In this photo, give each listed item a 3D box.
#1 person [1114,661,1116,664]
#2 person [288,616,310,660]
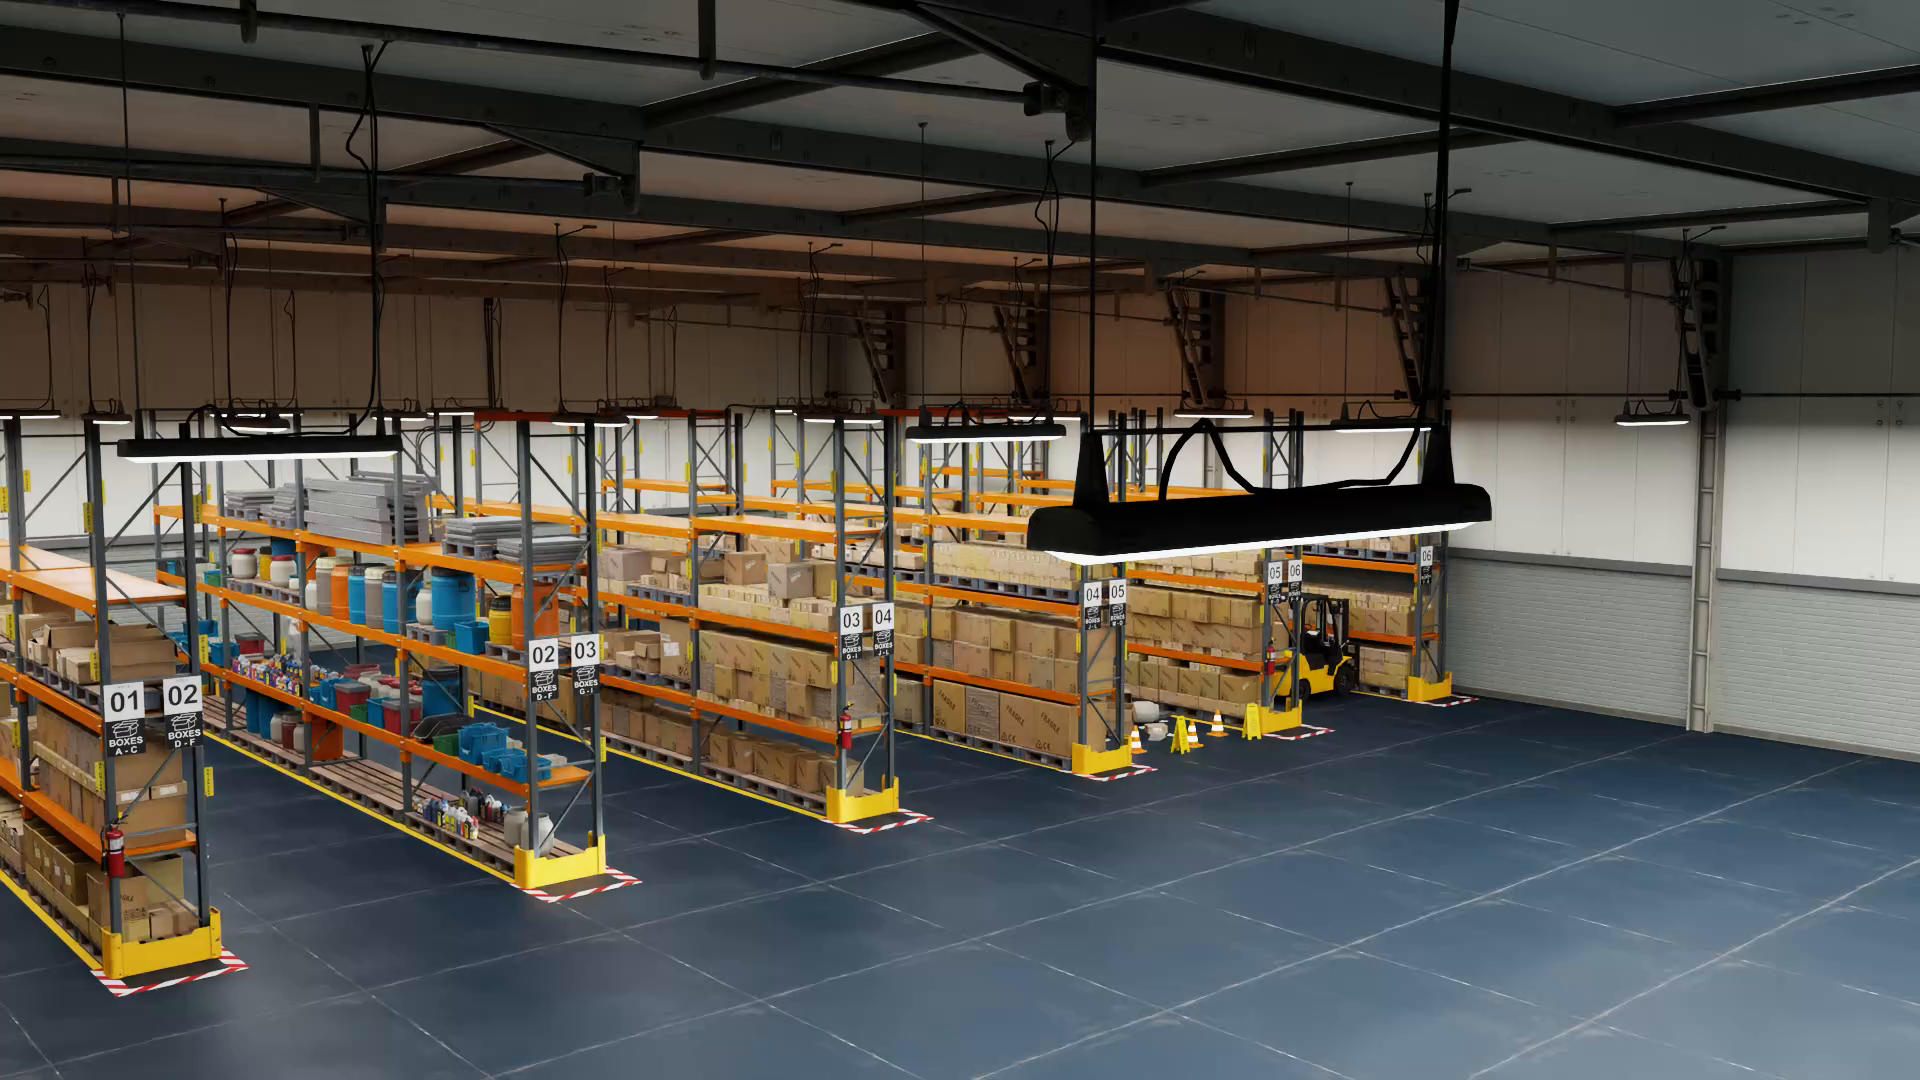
[{"bbox_3d":[3.498,2.022,38.082,0.732,1.715,0.540,5,7,42],"label":"person"},{"bbox_3d":[-14.963,2.138,37.653,0.465,1.775,0.584,-3,6,-28],"label":"person"}]
